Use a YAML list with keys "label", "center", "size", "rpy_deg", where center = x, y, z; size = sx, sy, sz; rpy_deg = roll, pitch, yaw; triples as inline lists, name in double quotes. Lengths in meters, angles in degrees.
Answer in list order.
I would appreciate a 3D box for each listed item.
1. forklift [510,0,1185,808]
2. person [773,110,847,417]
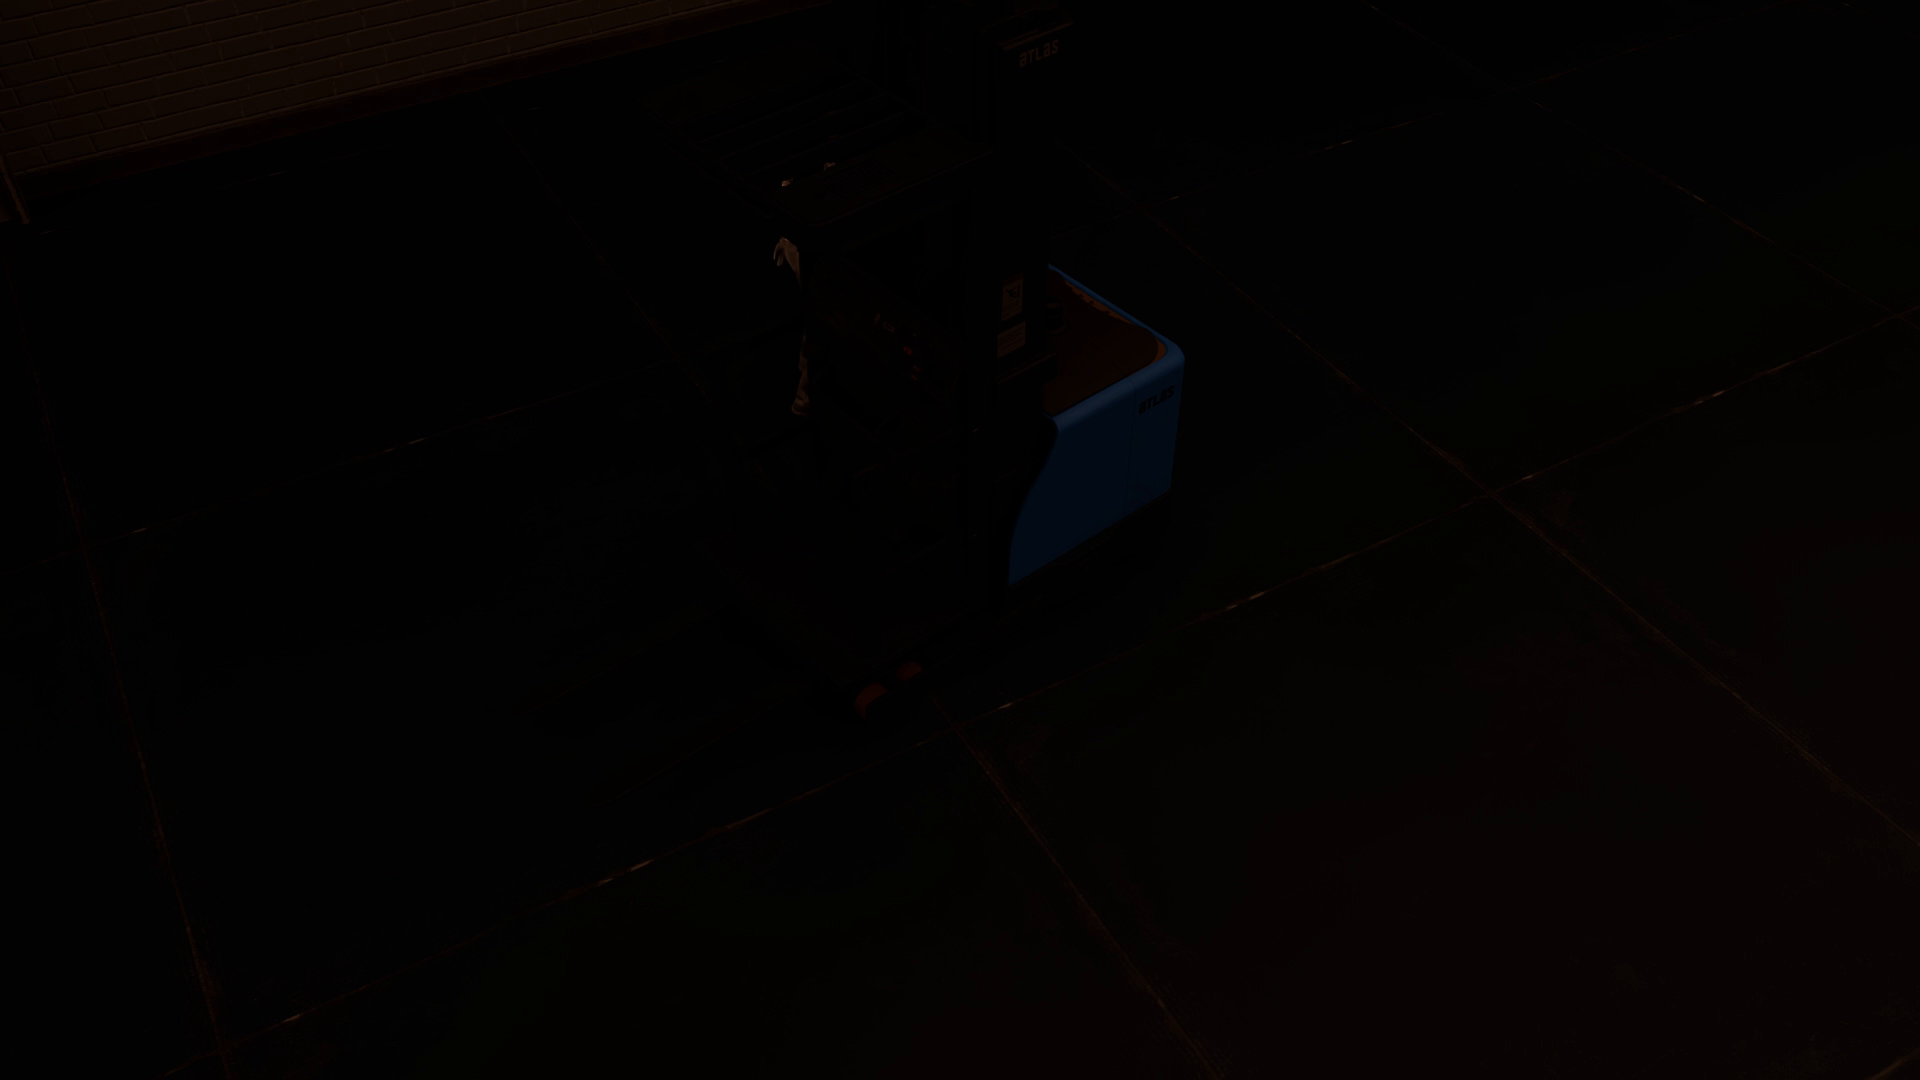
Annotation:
- label: "forklift"
  center: [-0.466, -0.712, 6.466]
  size: [3.031, 2.935, 1.130]
  rpy_deg: [-30, 50, -28]
- label: "person"
  center: [-0.708, -1.356, 8.148]
  size: [0.417, 1.642, 0.796]
  rpy_deg: [-13, 44, -13]
